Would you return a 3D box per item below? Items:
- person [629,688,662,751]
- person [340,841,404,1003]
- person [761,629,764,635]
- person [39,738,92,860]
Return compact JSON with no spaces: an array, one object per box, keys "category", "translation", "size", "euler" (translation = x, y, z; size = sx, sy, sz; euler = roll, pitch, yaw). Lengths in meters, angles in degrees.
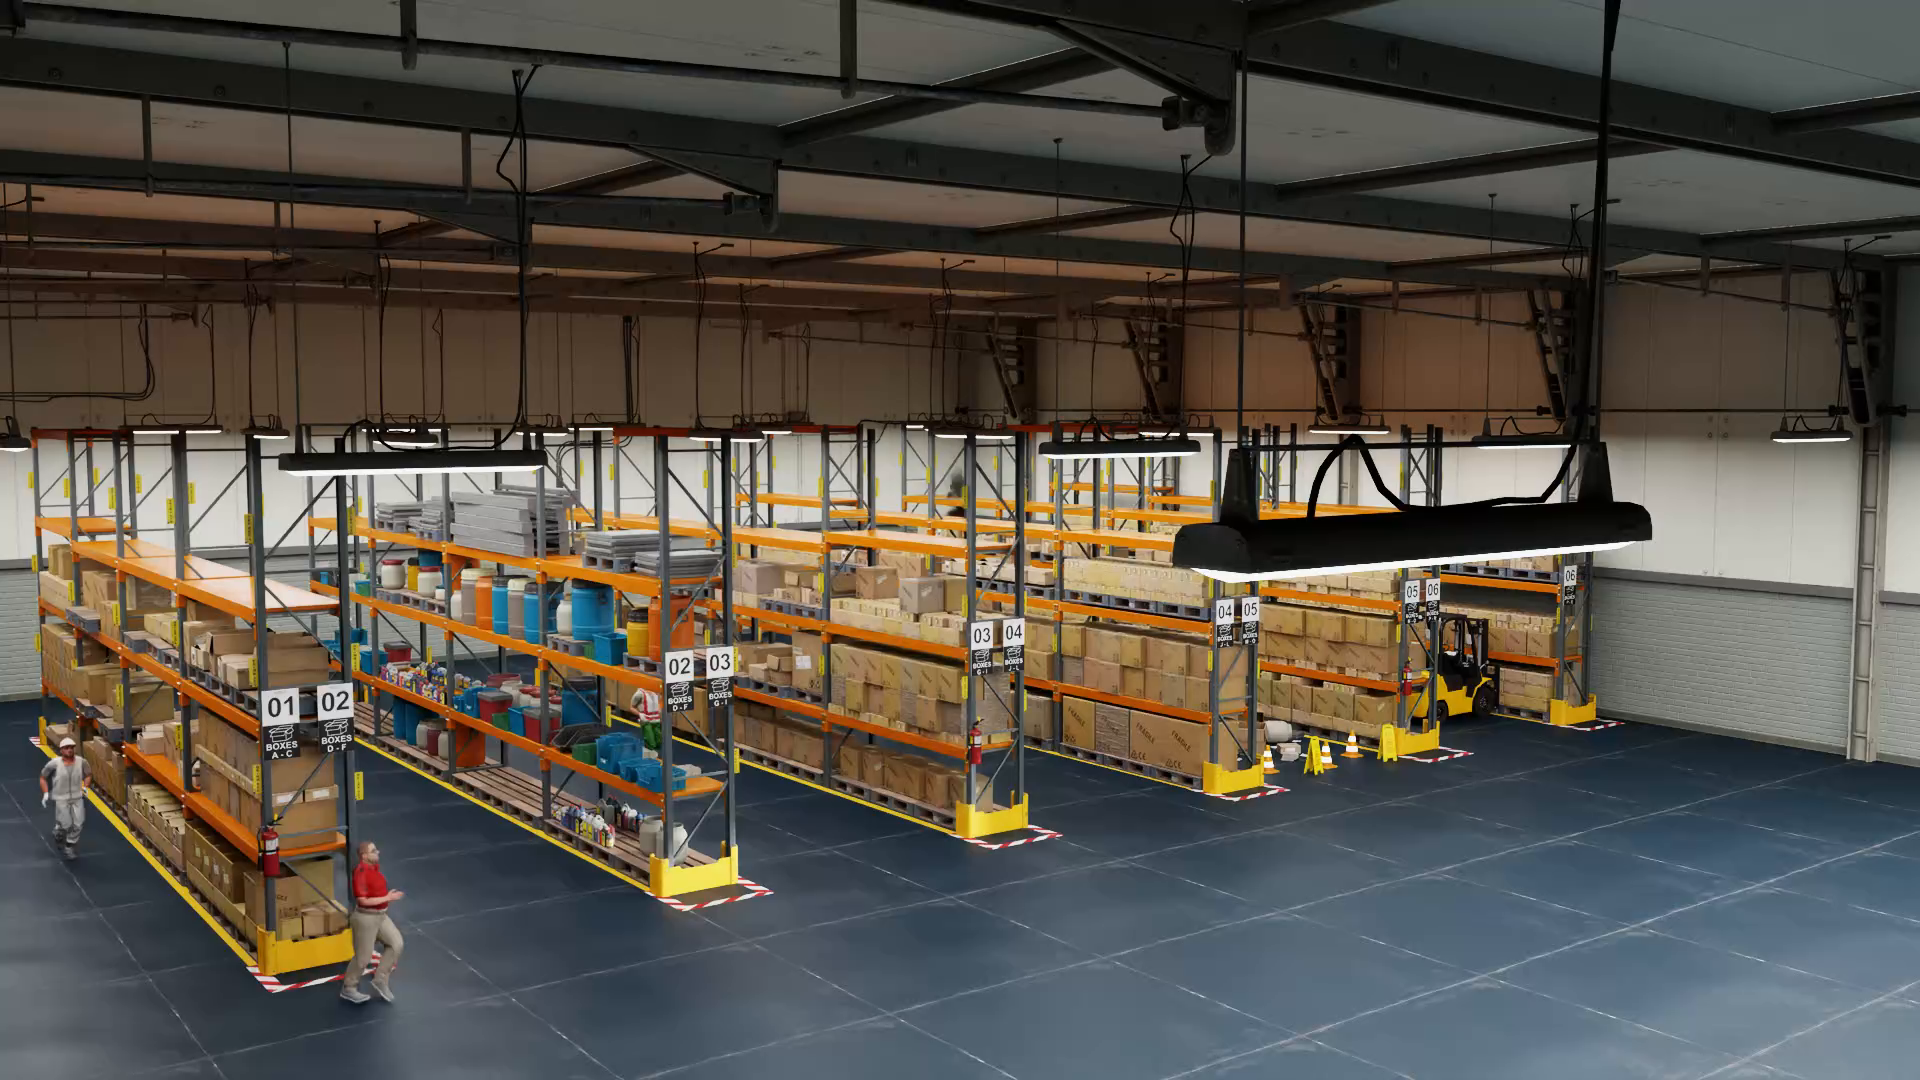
[{"category":"person","translation":[-5.462,3.179,29.097],"size":[0.622,1.735,0.654],"euler":[4,6,44]},{"category":"person","translation":[-6.267,4.087,17.746],"size":[0.697,1.772,0.666],"euler":[0,4,1]},{"category":"person","translation":[-5.095,2.237,41.673],"size":[0.526,1.627,0.570],"euler":[-4,6,-41]},{"category":"person","translation":[-12.527,3.635,23.351],"size":[0.659,1.733,0.634],"euler":[-4,6,-42]}]
